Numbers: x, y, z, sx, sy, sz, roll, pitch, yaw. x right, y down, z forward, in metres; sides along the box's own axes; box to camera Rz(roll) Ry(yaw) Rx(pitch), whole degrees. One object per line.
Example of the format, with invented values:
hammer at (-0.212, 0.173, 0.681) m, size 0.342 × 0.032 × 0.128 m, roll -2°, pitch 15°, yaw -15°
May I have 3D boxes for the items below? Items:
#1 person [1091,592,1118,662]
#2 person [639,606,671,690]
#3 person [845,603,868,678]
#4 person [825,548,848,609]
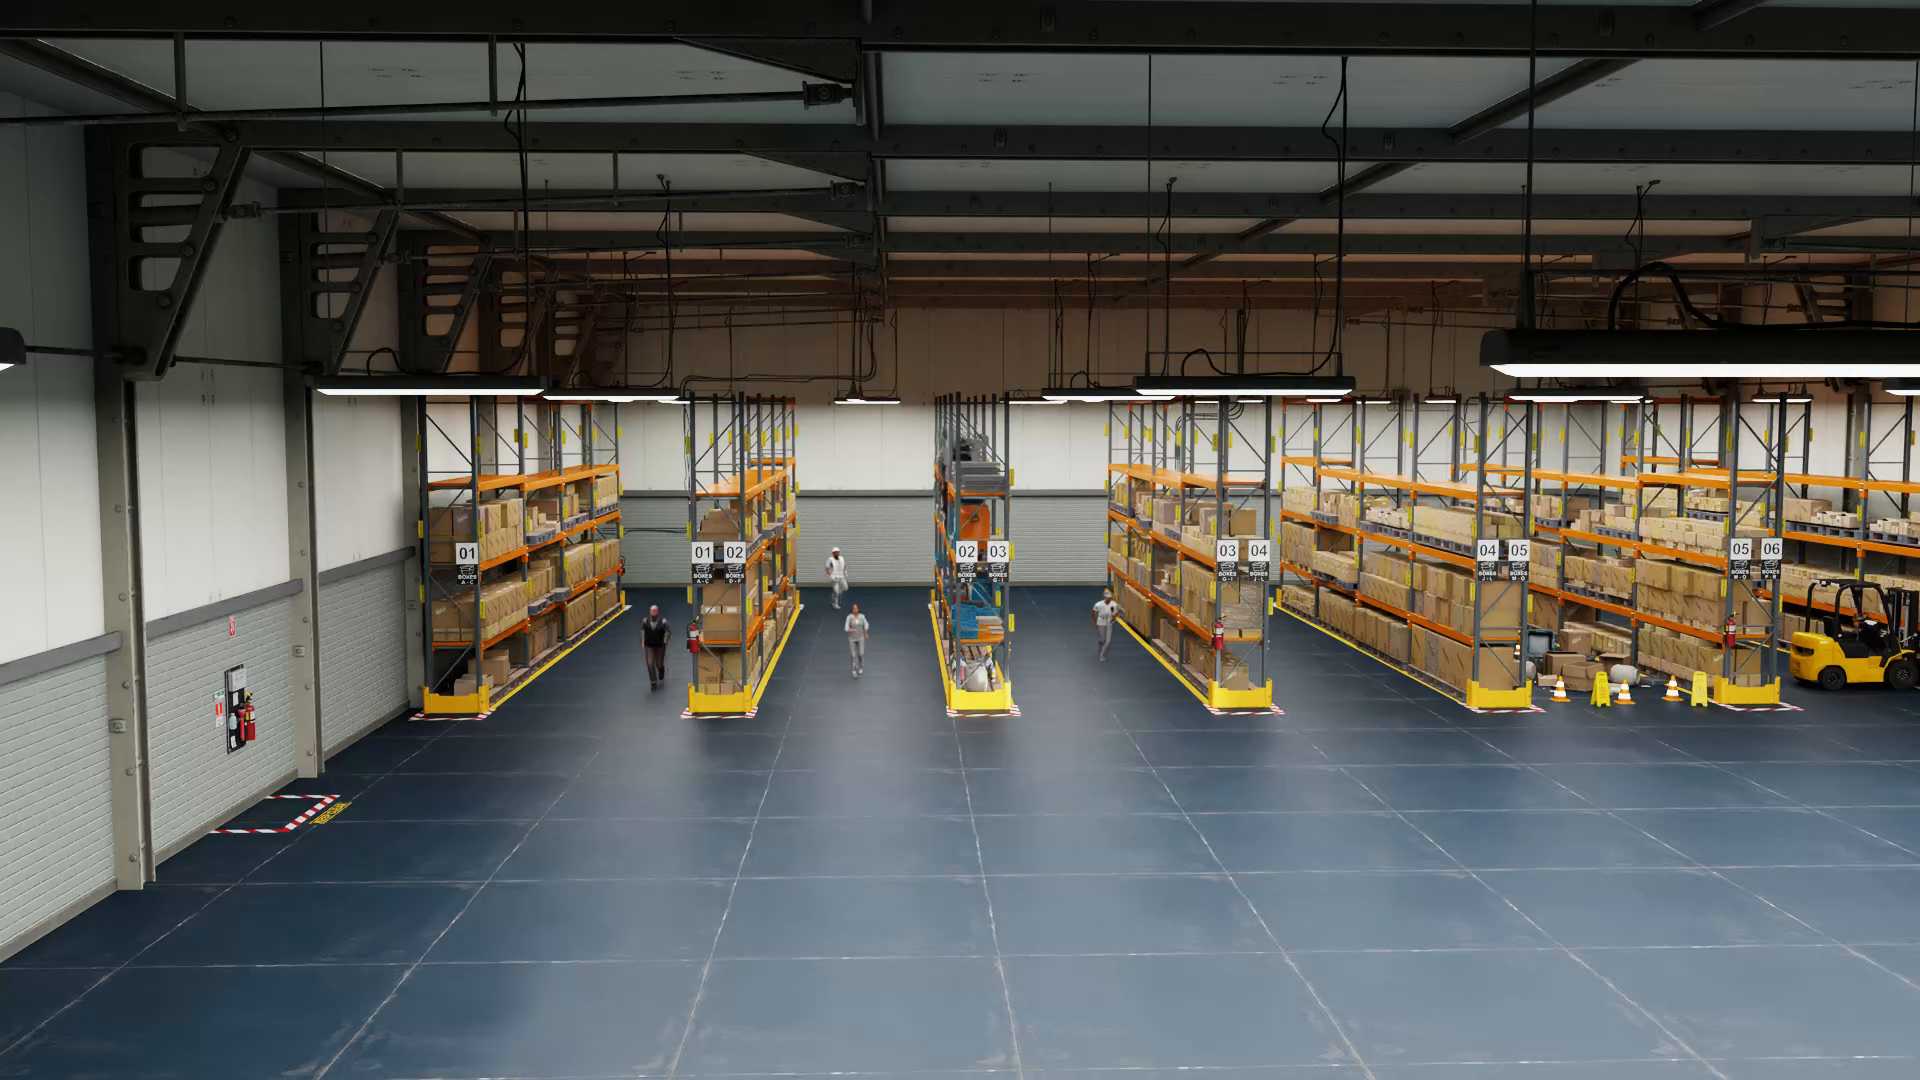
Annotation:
person at (3.273, 1.939, 37.452) m, size 0.563 × 1.617 × 0.663 m, roll -1°, pitch 5°, yaw -12°
person at (-6.219, 2.171, 33.937) m, size 0.646 × 1.697 × 0.831 m, roll 0°, pitch 5°, yaw -4°
person at (-2.171, 2.116, 35.006) m, size 0.510 × 1.570 × 0.636 m, roll -1°, pitch 5°, yaw -7°
person at (-3.445, 1.084, 47.095) m, size 0.713 × 1.741 × 0.517 m, roll -4°, pitch 6°, yaw -38°
